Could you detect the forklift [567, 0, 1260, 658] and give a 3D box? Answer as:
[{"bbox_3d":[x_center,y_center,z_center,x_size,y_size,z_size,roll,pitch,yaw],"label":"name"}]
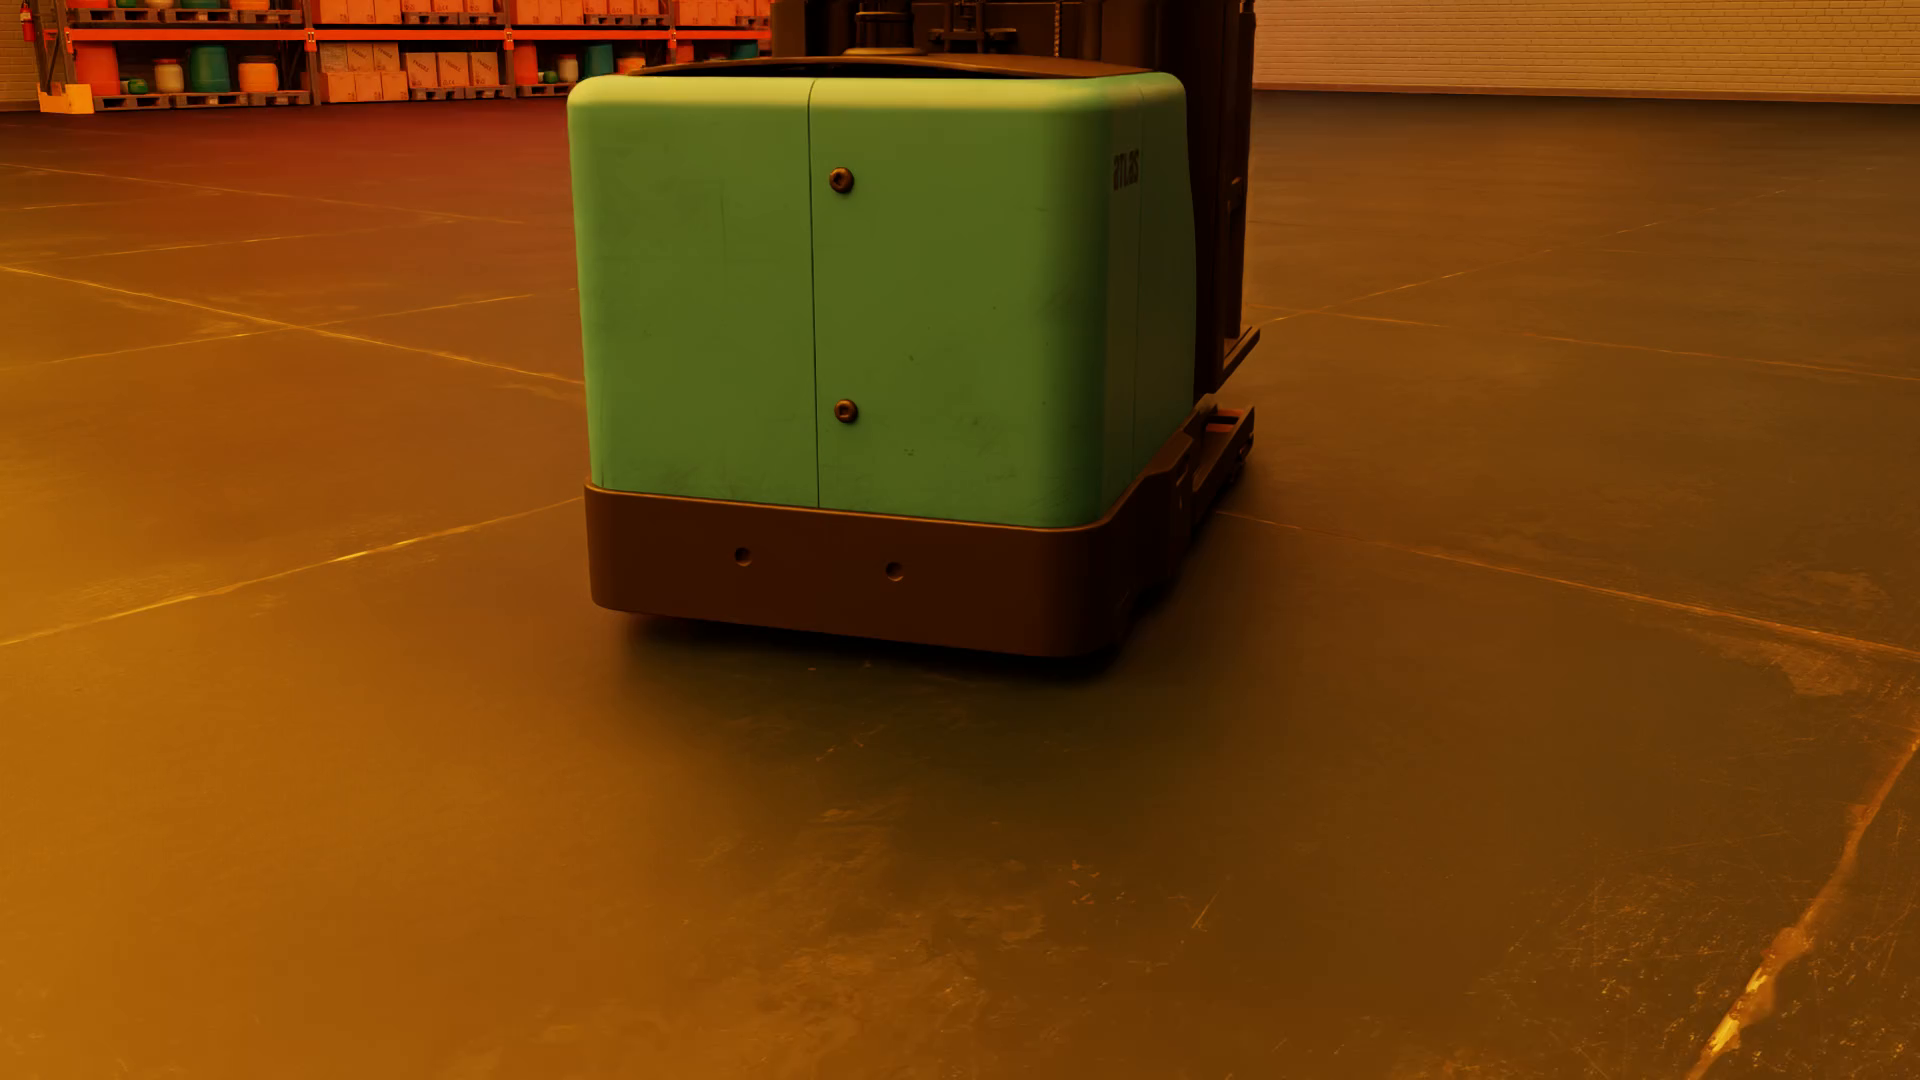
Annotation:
[{"bbox_3d":[0.189,-1.578,4.095,1.130,2.935,3.031,5,18,17],"label":"forklift"}]
